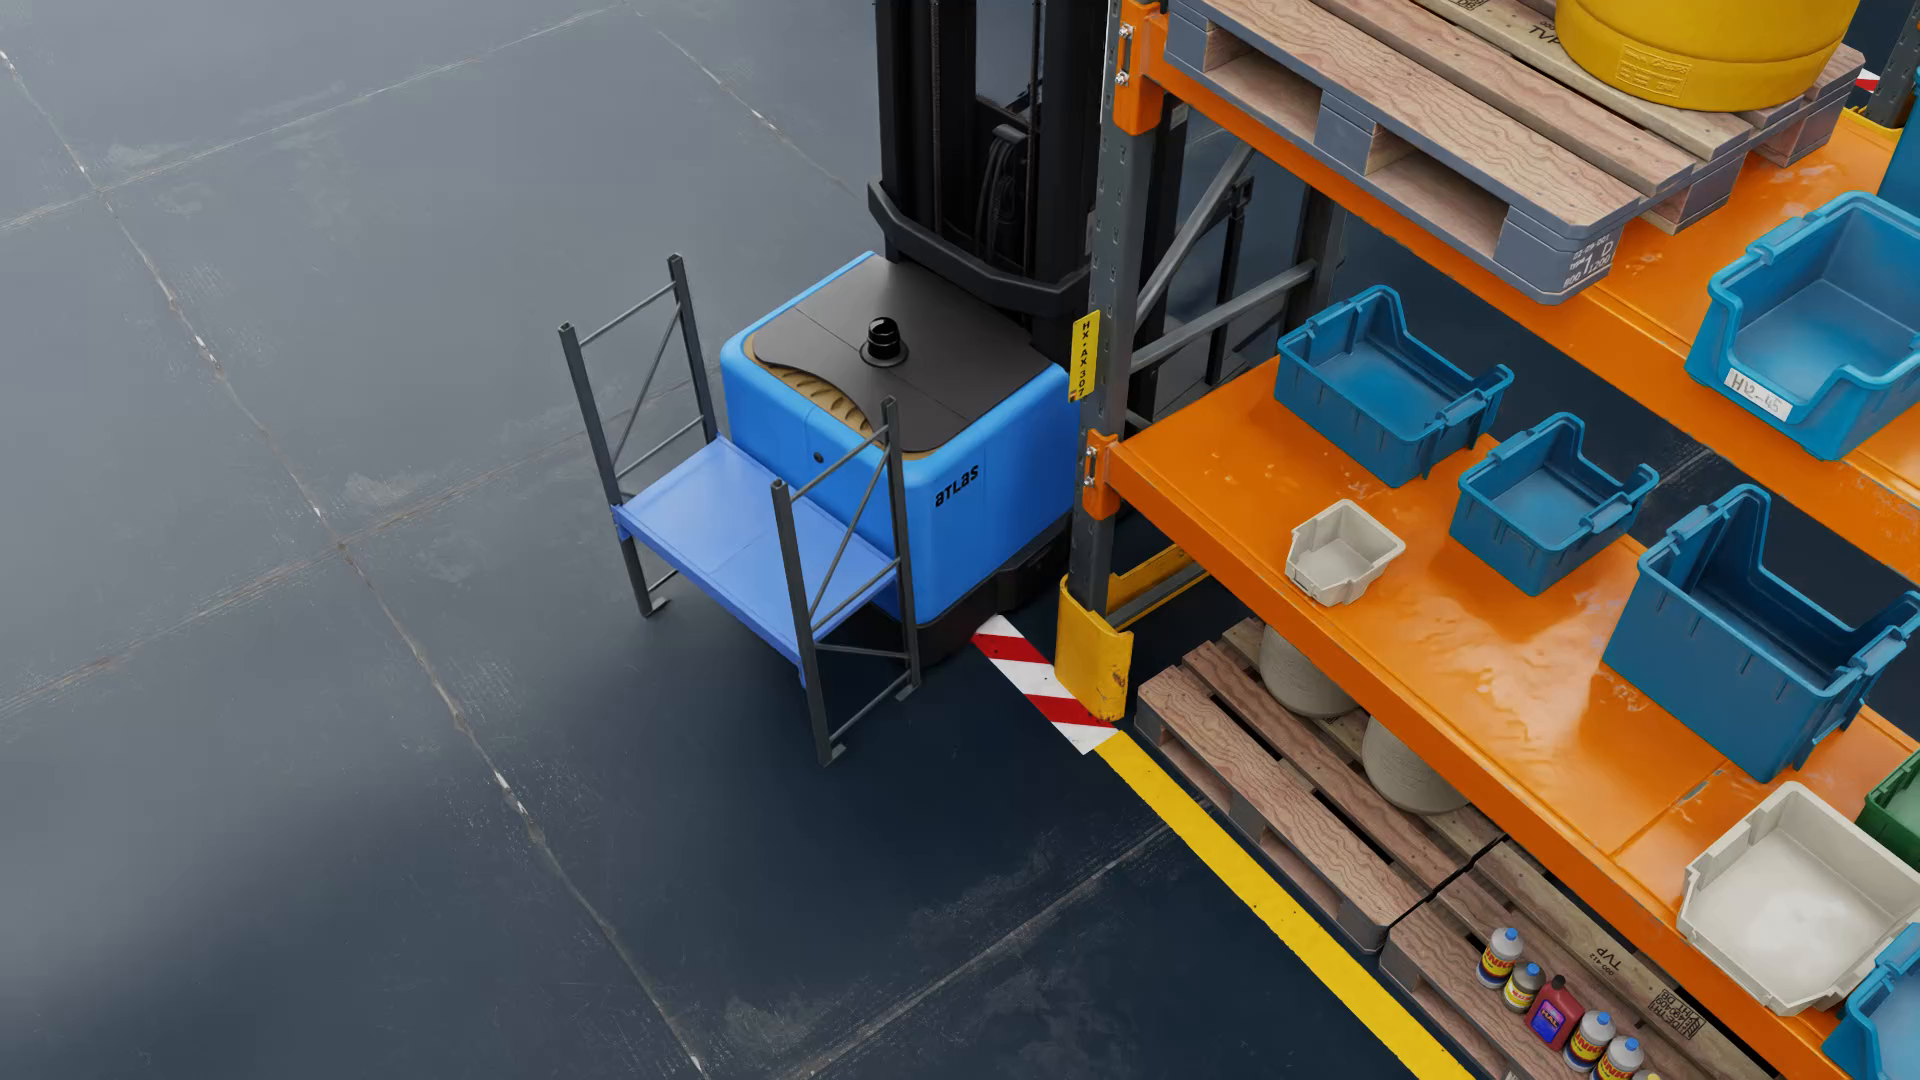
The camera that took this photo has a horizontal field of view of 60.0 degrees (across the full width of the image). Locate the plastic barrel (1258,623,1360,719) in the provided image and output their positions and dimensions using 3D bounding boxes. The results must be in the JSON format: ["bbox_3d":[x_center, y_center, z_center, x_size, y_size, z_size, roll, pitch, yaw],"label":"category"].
[{"bbox_3d":[1.275,0.344,5.808,0.421,0.512,0.421,0,48,0],"label":"plastic barrel"}]

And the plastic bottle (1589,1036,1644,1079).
[{"bbox_3d":[1.934,1.535,4.878,0.097,0.271,0.097,0,48,0],"label":"plastic bottle"}]

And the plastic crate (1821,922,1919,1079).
[{"bbox_3d":[2.352,1.174,3.761,0.499,0.251,0.616,-29,54,-24],"label":"plastic crate"}]

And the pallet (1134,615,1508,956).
[{"bbox_3d":[1.387,0.738,5.938,1.003,0.211,1.213,-29,54,-24],"label":"pallet"}]

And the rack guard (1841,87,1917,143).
[{"bbox_3d":[4.746,-2.098,8.314,1.175,0.500,0.348,-29,54,-24],"label":"rack guard"}]

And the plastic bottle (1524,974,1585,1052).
[{"bbox_3d":[1.788,1.411,4.981,0.061,0.283,0.133,-29,54,-23],"label":"plastic bottle"}]

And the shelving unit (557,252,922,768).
[{"bbox_3d":[-0.719,-0.071,5.785,1.048,1.500,0.538,35,59,28],"label":"shelving unit"}]

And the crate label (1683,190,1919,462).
[{"bbox_3d":[1.686,-0.410,3.171,0.502,0.251,0.408,-29,54,-24],"label":"crate label"}]

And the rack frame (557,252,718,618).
[{"bbox_3d":[-1.088,-0.330,6.020,0.032,1.500,0.500,35,59,28],"label":"rack frame"}]

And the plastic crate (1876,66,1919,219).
[{"bbox_3d":[2.210,-0.717,3.360,0.392,0.384,0.575,-29,54,-24],"label":"plastic crate"}]

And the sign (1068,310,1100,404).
[{"bbox_3d":[0.375,-0.553,5.038,0.100,0.325,0.005,-29,54,-24],"label":"sign"}]

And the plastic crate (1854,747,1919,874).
[{"bbox_3d":[2.641,0.799,4.143,0.450,0.188,0.662,-29,54,-24],"label":"plastic crate"}]

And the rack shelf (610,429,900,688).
[{"bbox_3d":[-0.714,0.046,5.922,1.000,0.185,0.538,35,59,28],"label":"rack shelf"}]

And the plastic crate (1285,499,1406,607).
[{"bbox_3d":[1.102,0.057,4.851,0.298,0.136,0.250,-29,54,-24],"label":"plastic crate"}]

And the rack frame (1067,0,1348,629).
[{"bbox_3d":[0.816,-0.704,5.362,1.000,3.000,0.127,-29,54,-24],"label":"rack frame"}]

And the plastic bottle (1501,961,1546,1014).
[{"bbox_3d":[1.728,1.358,5.085,0.097,0.201,0.097,0,48,0],"label":"plastic bottle"}]

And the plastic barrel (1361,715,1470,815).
[{"bbox_3d":[1.579,0.640,5.540,0.421,0.512,0.421,0,48,0],"label":"plastic barrel"}]

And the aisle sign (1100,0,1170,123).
[{"bbox_3d":[0.539,-1.488,4.319,0.394,0.787,0.004,-29,54,-24],"label":"aisle sign"}]

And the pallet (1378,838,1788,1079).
[{"bbox_3d":[2.121,1.457,5.286,1.003,0.211,1.213,-29,54,-24],"label":"pallet"}]

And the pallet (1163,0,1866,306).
[{"bbox_3d":[1.239,-1.116,3.839,1.003,0.211,1.213,-29,54,-24],"label":"pallet"}]

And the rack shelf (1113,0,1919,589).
[{"bbox_3d":[2.027,-0.291,3.449,1.077,0.370,4.000,-29,54,-24],"label":"rack shelf"}]

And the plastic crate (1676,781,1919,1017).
[{"bbox_3d":[2.053,0.899,4.087,0.530,0.136,0.437,-29,54,-24],"label":"plastic crate"}]

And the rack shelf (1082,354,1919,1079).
[{"bbox_3d":[2.027,0.717,4.560,1.077,0.370,4.000,-29,54,-24],"label":"rack shelf"}]

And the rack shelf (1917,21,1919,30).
[{"bbox_3d":[5.971,-1.503,6.572,1.077,0.370,4.000,-29,54,-24],"label":"rack shelf"}]

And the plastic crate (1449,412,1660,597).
[{"bbox_3d":[1.746,-0.108,4.922,0.499,0.251,0.408,-29,54,-24],"label":"plastic crate"}]

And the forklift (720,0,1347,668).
[{"bbox_3d":[0.499,-1.505,6.134,1.130,2.935,3.031,35,57,27],"label":"forklift"}]

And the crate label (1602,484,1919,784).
[{"bbox_3d":[2.146,0.248,4.475,0.502,0.435,0.616,-29,54,-24],"label":"crate label"}]

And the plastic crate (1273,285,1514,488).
[{"bbox_3d":[1.357,-0.493,5.272,0.499,0.251,0.616,-29,54,-24],"label":"plastic crate"}]

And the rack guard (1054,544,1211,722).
[{"bbox_3d":[0.899,0.159,6.267,1.175,0.500,0.348,-29,54,-24],"label":"rack guard"}]

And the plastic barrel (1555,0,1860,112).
[{"bbox_3d":[1.607,-1.301,3.468,0.600,0.588,0.600,0,48,0],"label":"plastic barrel"}]

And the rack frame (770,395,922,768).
[{"bbox_3d":[-0.351,0.189,5.549,0.032,1.500,0.500,35,59,28],"label":"rack frame"}]

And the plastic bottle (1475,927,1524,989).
[{"bbox_3d":[1.666,1.273,5.114,0.097,0.271,0.097,0,48,0],"label":"plastic bottle"}]

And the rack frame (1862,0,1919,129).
[{"bbox_3d":[4.760,-2.924,7.375,1.000,3.000,0.127,-29,54,-24],"label":"rack frame"}]

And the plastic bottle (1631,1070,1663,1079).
[{"bbox_3d":[1.994,1.616,4.851,0.097,0.201,0.097,0,48,0],"label":"plastic bottle"}]

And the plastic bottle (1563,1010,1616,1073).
[{"bbox_3d":[1.873,1.476,4.931,0.097,0.271,0.097,0,48,0],"label":"plastic bottle"}]
